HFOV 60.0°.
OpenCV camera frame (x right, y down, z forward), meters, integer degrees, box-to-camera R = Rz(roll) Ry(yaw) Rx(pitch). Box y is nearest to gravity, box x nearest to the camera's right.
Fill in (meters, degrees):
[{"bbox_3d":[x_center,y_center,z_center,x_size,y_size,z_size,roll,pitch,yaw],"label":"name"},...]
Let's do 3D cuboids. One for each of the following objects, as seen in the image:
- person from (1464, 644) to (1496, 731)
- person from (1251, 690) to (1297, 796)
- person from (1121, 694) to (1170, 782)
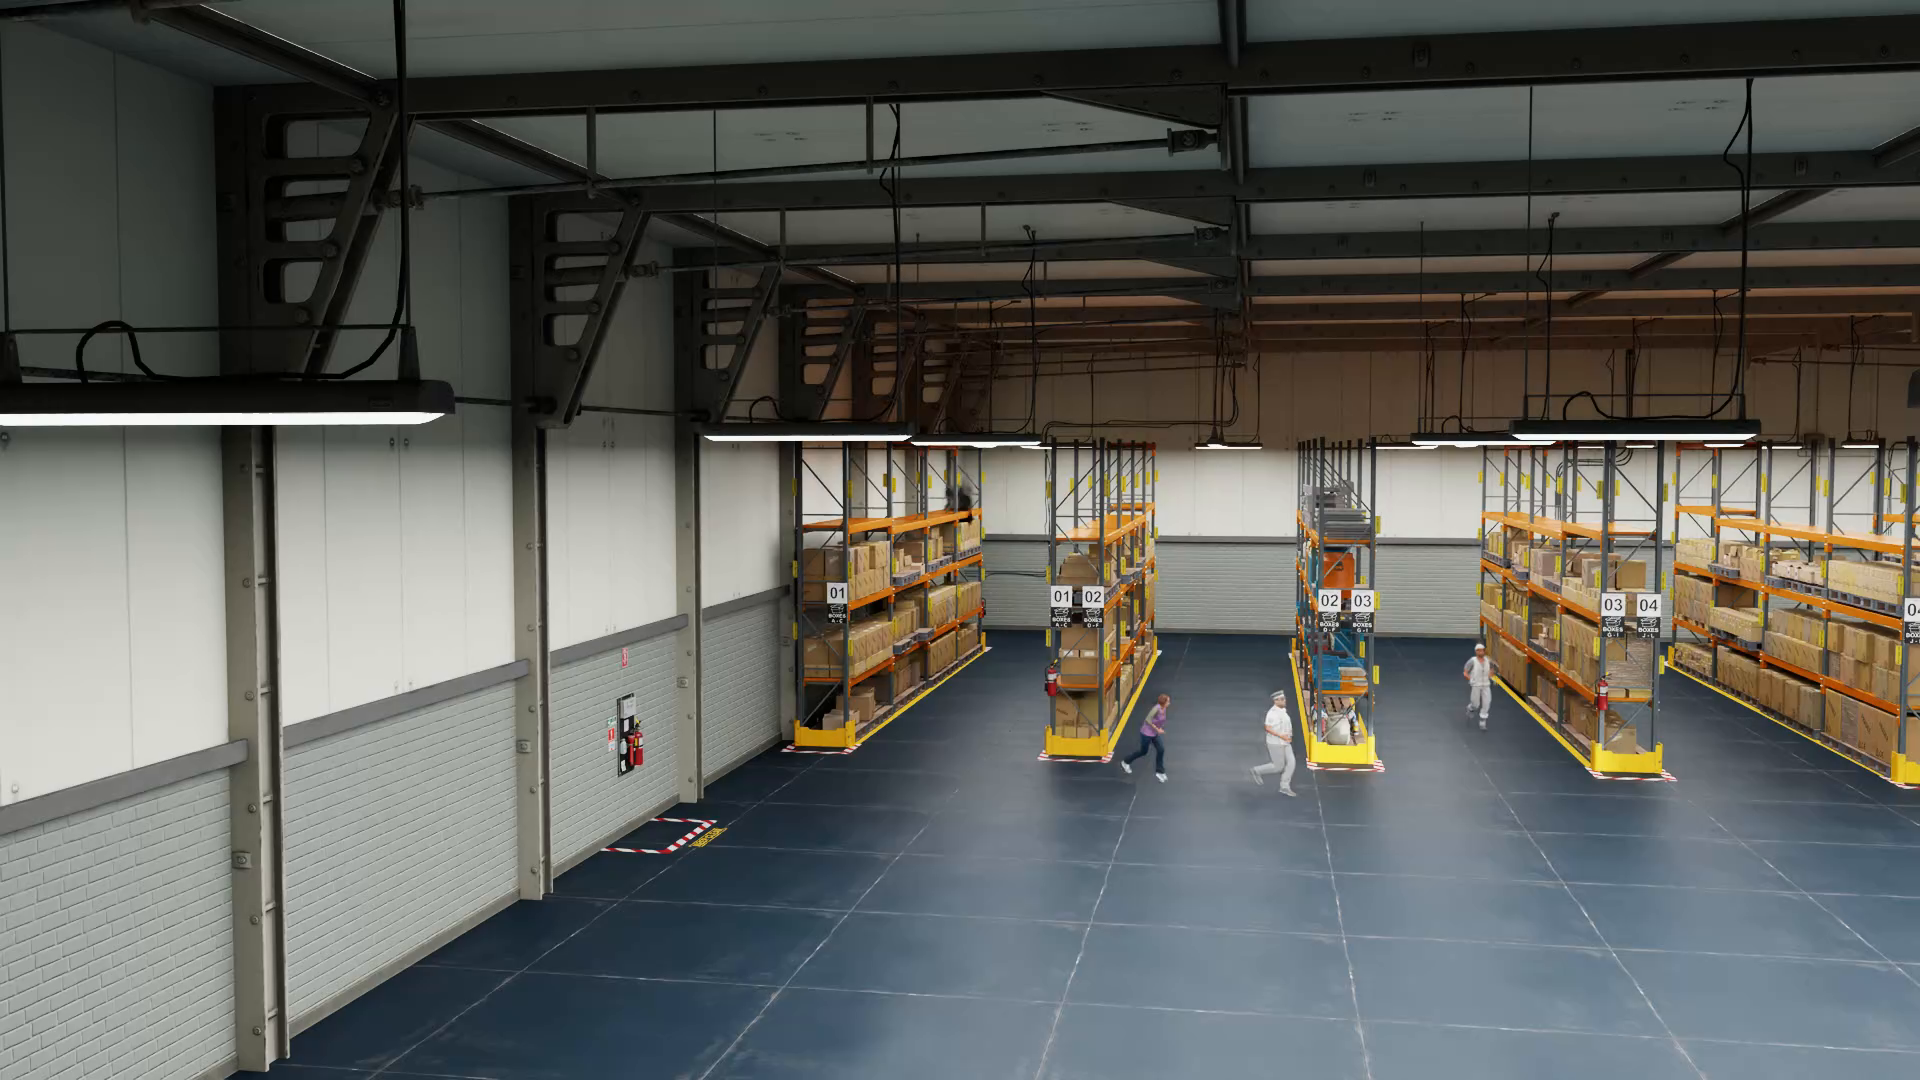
[{"bbox_3d":[10.749,3.025,34.392,0.666,1.759,0.831,0,3,-4],"label":"person"},{"bbox_3d":[5.292,3.390,27.858,0.788,1.777,0.667,2,4,34],"label":"person"},{"bbox_3d":[3.252,3.437,29.094,0.918,1.547,0.570,2,3,29],"label":"person"}]
